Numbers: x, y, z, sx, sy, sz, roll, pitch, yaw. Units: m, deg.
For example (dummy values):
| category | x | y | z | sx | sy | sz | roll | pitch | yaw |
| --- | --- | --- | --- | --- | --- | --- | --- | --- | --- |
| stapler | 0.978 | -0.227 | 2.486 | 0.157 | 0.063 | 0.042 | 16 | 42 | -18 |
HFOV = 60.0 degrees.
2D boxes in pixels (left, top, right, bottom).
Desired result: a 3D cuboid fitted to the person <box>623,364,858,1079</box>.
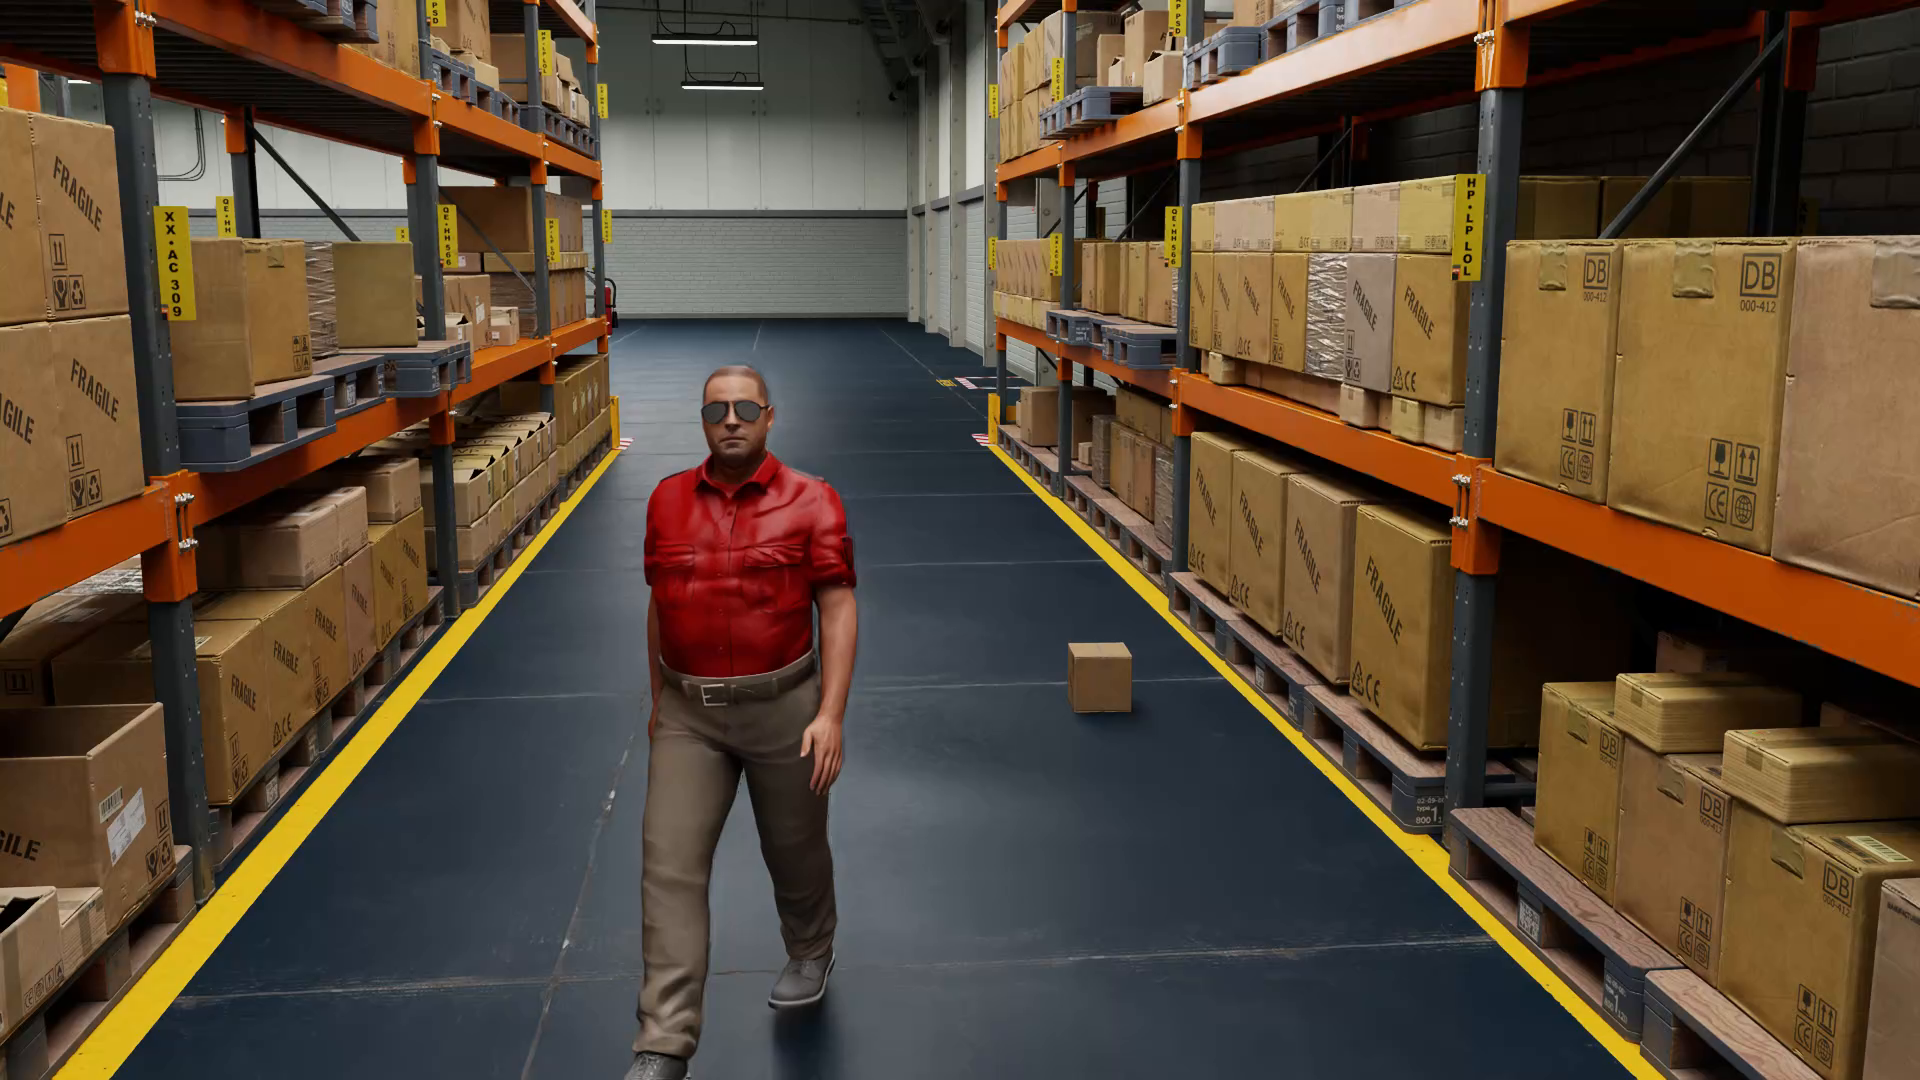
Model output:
| category | x | y | z | sx | sy | sz | roll | pitch | yaw |
| --- | --- | --- | --- | --- | --- | --- | --- | --- | --- |
| person | -0.537 | 0.430 | 3.941 | 0.576 | 1.667 | 0.983 | 1 | 10 | 7 |
